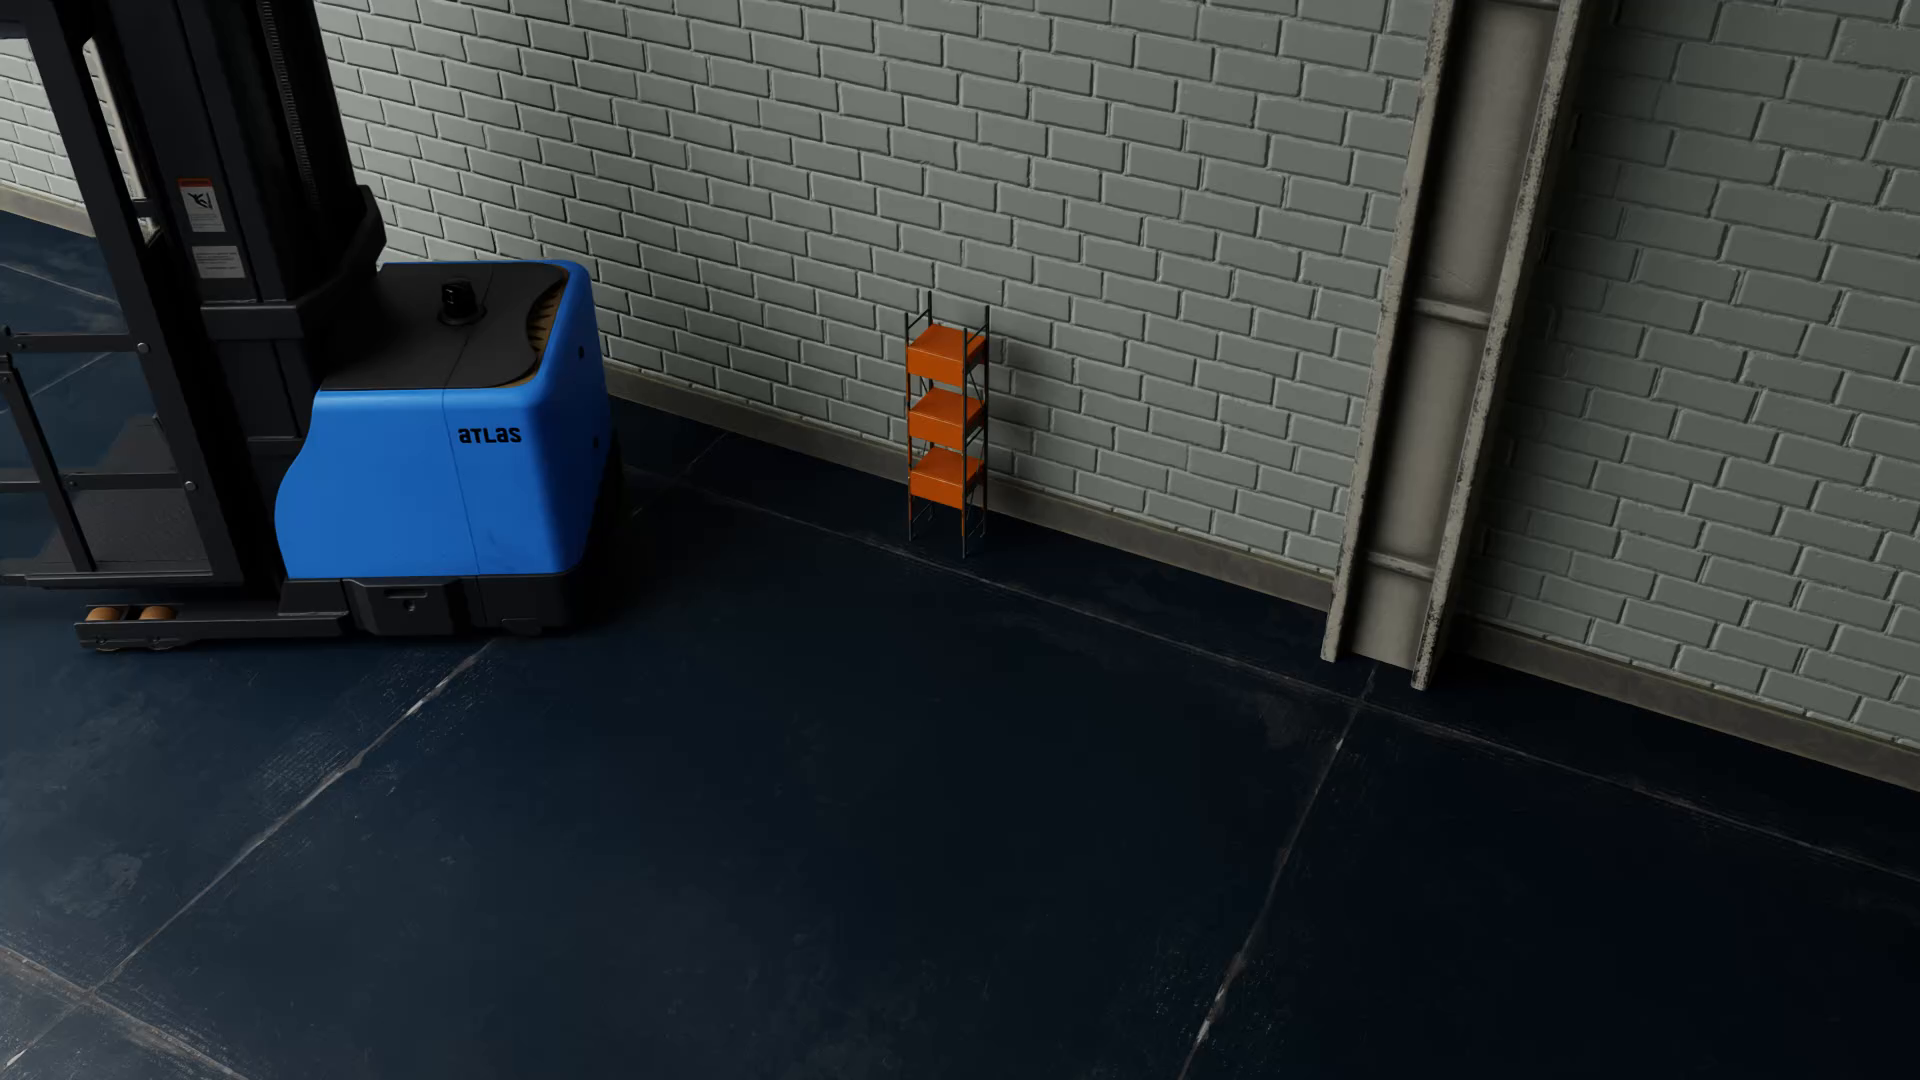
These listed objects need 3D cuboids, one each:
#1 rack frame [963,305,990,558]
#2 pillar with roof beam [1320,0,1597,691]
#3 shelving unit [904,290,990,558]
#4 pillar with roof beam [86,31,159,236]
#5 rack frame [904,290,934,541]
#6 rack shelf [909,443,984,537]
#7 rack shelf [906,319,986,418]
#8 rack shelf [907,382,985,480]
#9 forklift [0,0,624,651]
[{"bbox_3d":[0.061,-0.399,6.407,0.008,1.050,0.200,17,41,21],"label":"rack frame"},{"bbox_3d":[-0.396,-0.862,0.443,0.400,9.000,9.100,17,41,21],"label":"pillar with roof beam"},{"bbox_3d":[-0.048,-0.433,6.452,0.252,1.050,0.215,17,41,21],"label":"shelving unit"},{"bbox_3d":[-5.724,-2.530,2.640,0.400,9.000,9.100,17,41,21],"label":"pillar with roof beam"},{"bbox_3d":[-0.156,-0.467,6.497,0.008,1.050,0.200,17,41,21],"label":"rack frame"},{"bbox_3d":[-0.048,-0.203,6.627,0.240,0.259,0.215,17,41,21],"label":"rack shelf"},{"bbox_3d":[-0.048,-0.651,6.287,0.240,0.259,0.215,17,41,21],"label":"rack shelf"},{"bbox_3d":[-0.048,-0.425,6.459,0.240,0.259,0.215,17,41,21],"label":"rack shelf"},{"bbox_3d":[-2.910,-1.079,5.748,3.031,2.935,1.130,-1,37,-1],"label":"forklift"}]
